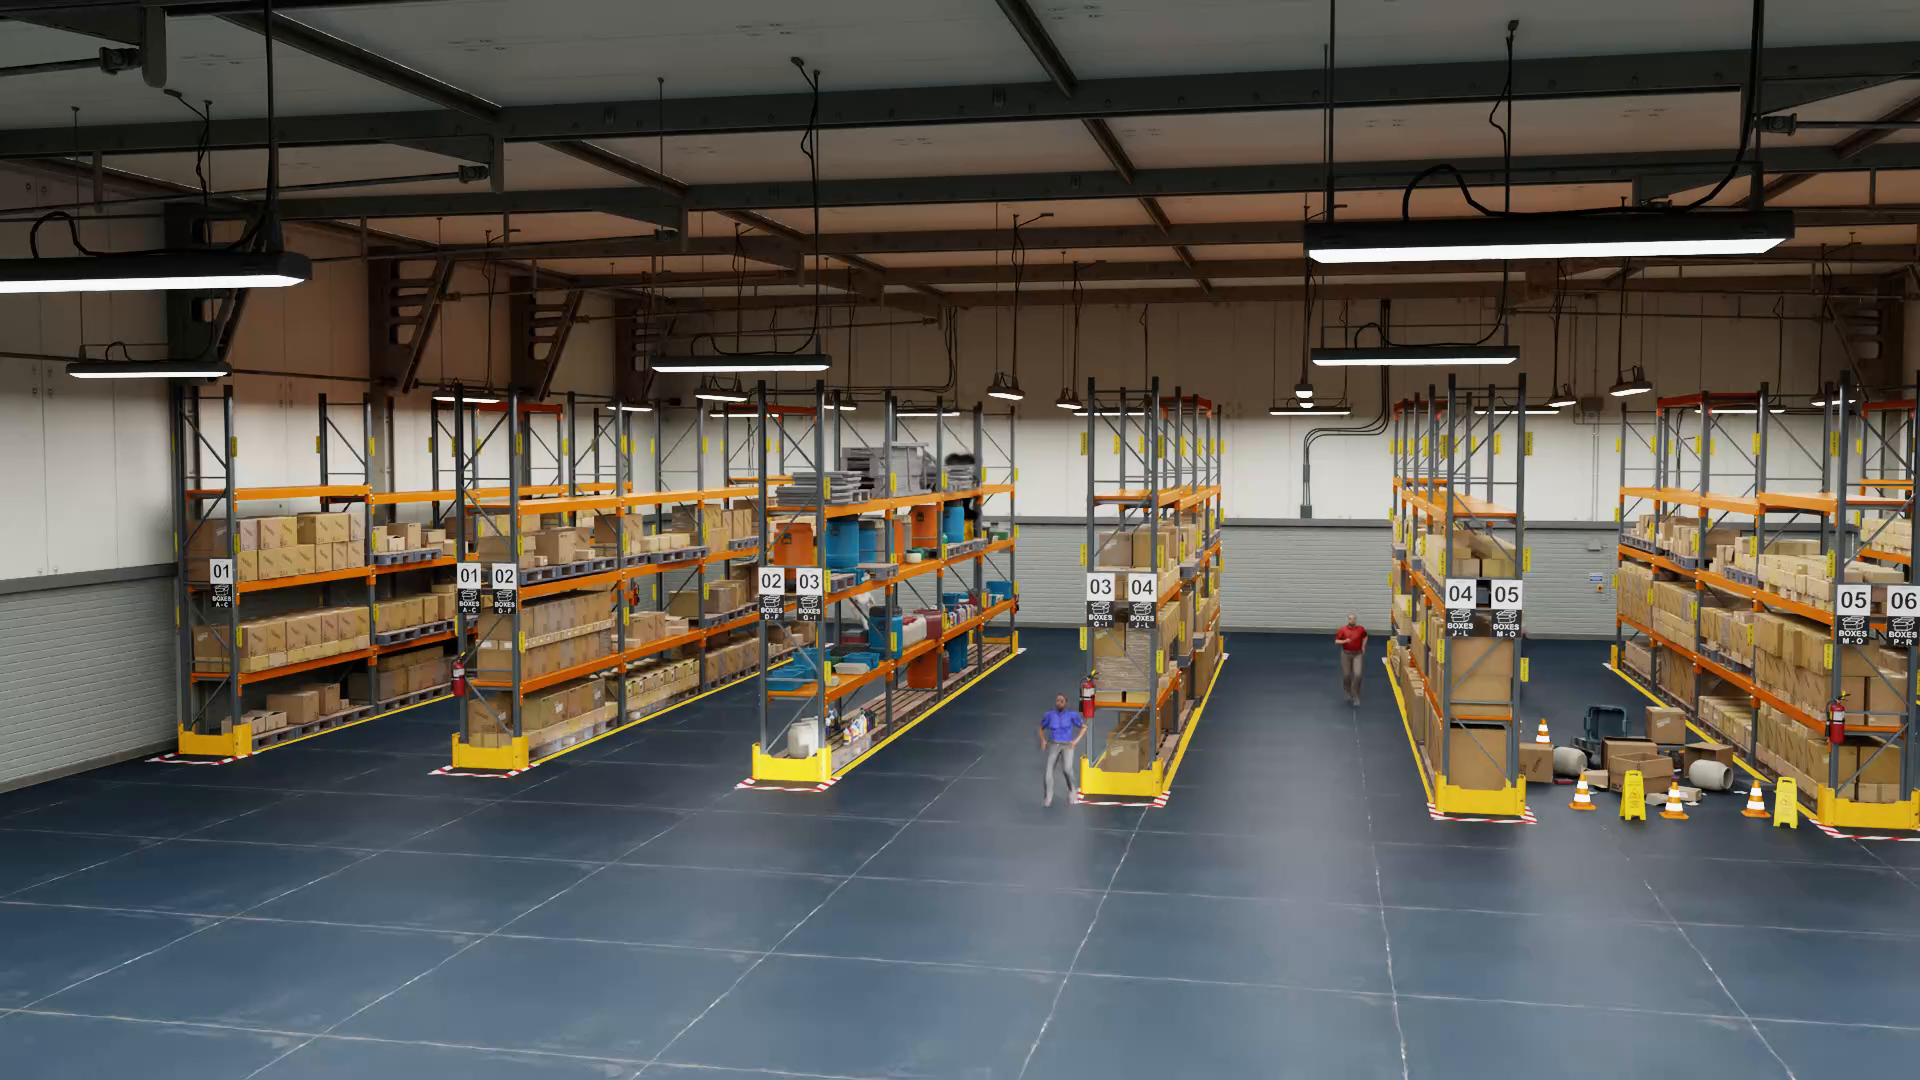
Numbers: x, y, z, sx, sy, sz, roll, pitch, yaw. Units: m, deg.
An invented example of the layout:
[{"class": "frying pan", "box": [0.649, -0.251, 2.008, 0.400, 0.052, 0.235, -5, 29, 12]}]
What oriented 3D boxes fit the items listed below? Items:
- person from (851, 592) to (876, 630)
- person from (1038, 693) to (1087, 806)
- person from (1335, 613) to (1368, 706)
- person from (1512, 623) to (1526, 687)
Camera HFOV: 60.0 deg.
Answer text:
[{"class": "person", "box": [-2.359, 1.887, 40.971, 0.643, 1.628, 0.804, -1, 3, -12]}, {"class": "person", "box": [1.407, 2.928, 23.122, 0.680, 1.603, 0.567, 1, 3, 10]}, {"class": "person", "box": [7.645, 2.312, 32.453, 0.642, 1.754, 0.745, 1, 3, 10]}, {"class": "person", "box": [11.422, 2.264, 34.447, 0.583, 1.693, 0.679, 0, 3, 4]}]
